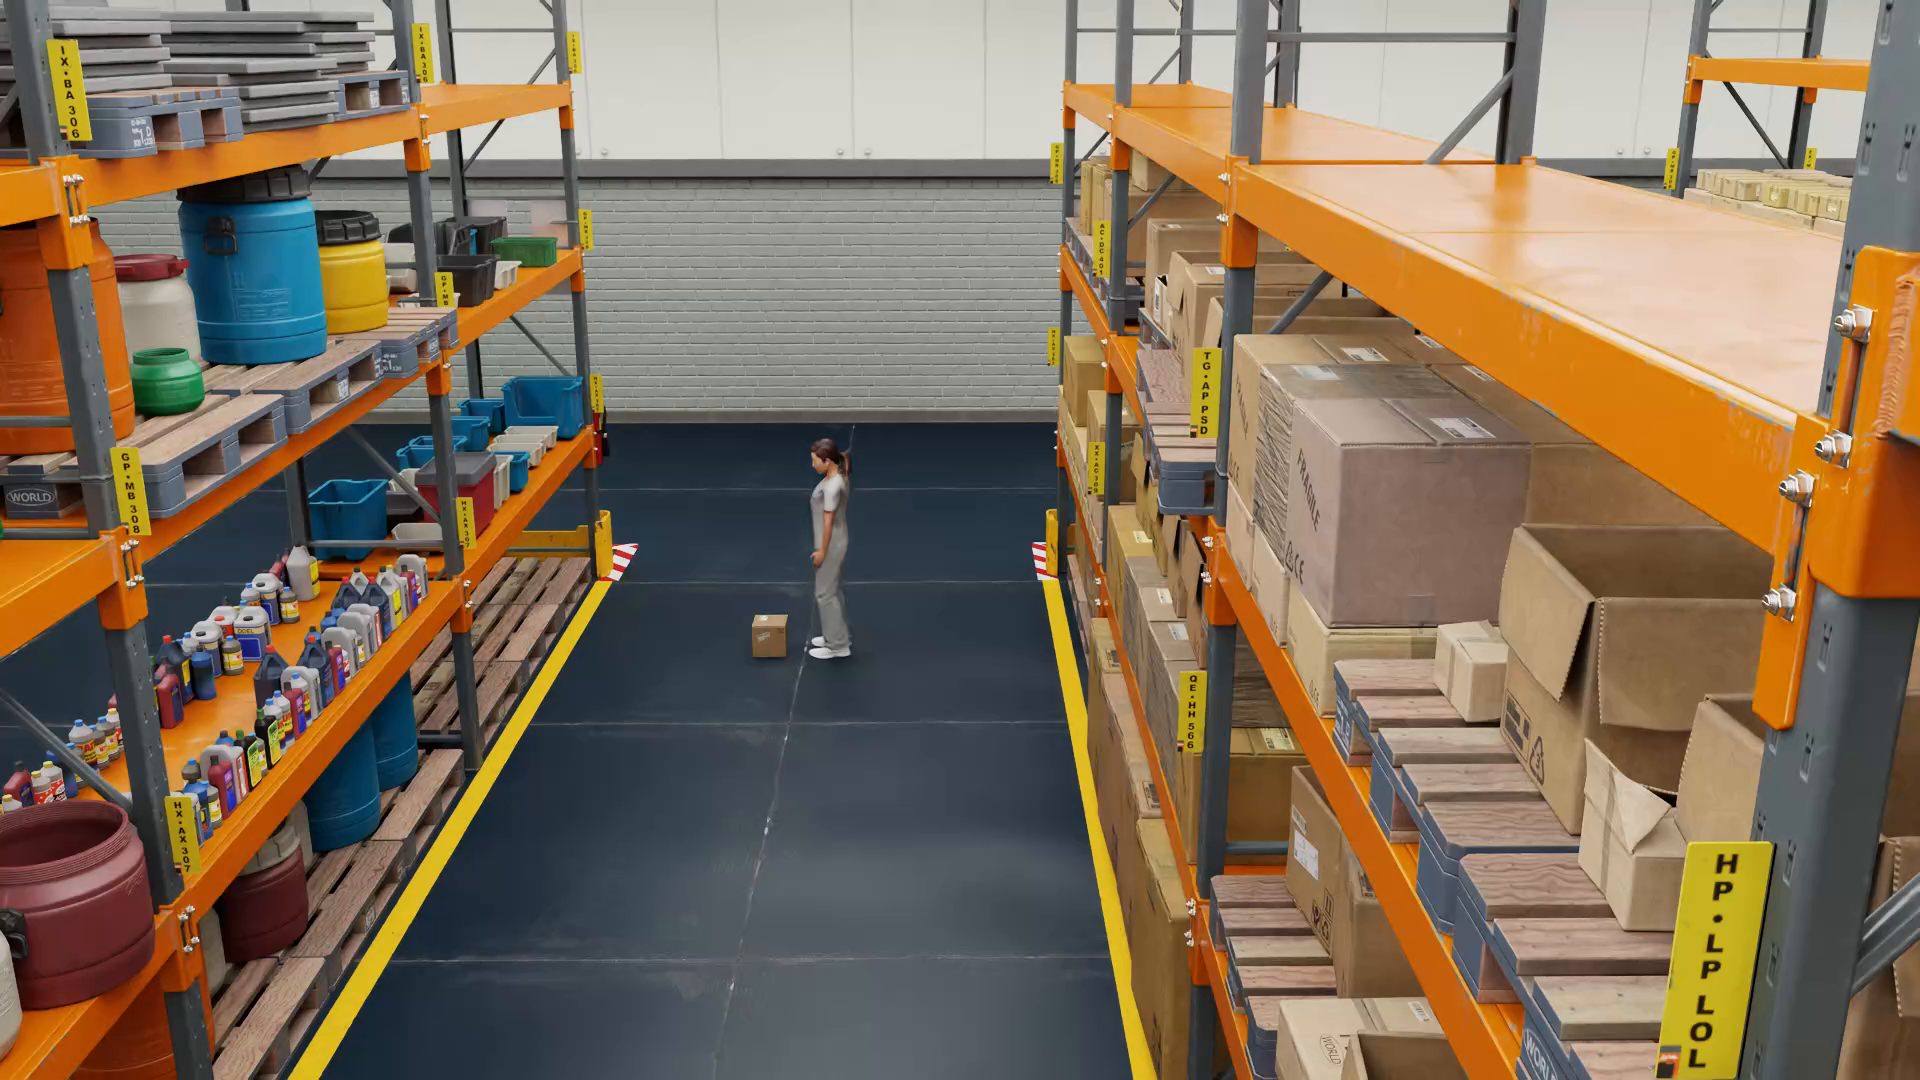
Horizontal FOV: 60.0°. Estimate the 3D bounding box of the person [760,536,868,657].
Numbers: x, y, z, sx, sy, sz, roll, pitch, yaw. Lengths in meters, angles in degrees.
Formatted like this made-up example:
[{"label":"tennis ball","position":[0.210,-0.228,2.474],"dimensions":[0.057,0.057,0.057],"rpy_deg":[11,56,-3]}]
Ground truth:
[{"label":"person","position":[-1.088,0.408,12.494],"dimensions":[0.793,0.930,0.485],"rpy_deg":[0,17,-1]}]
